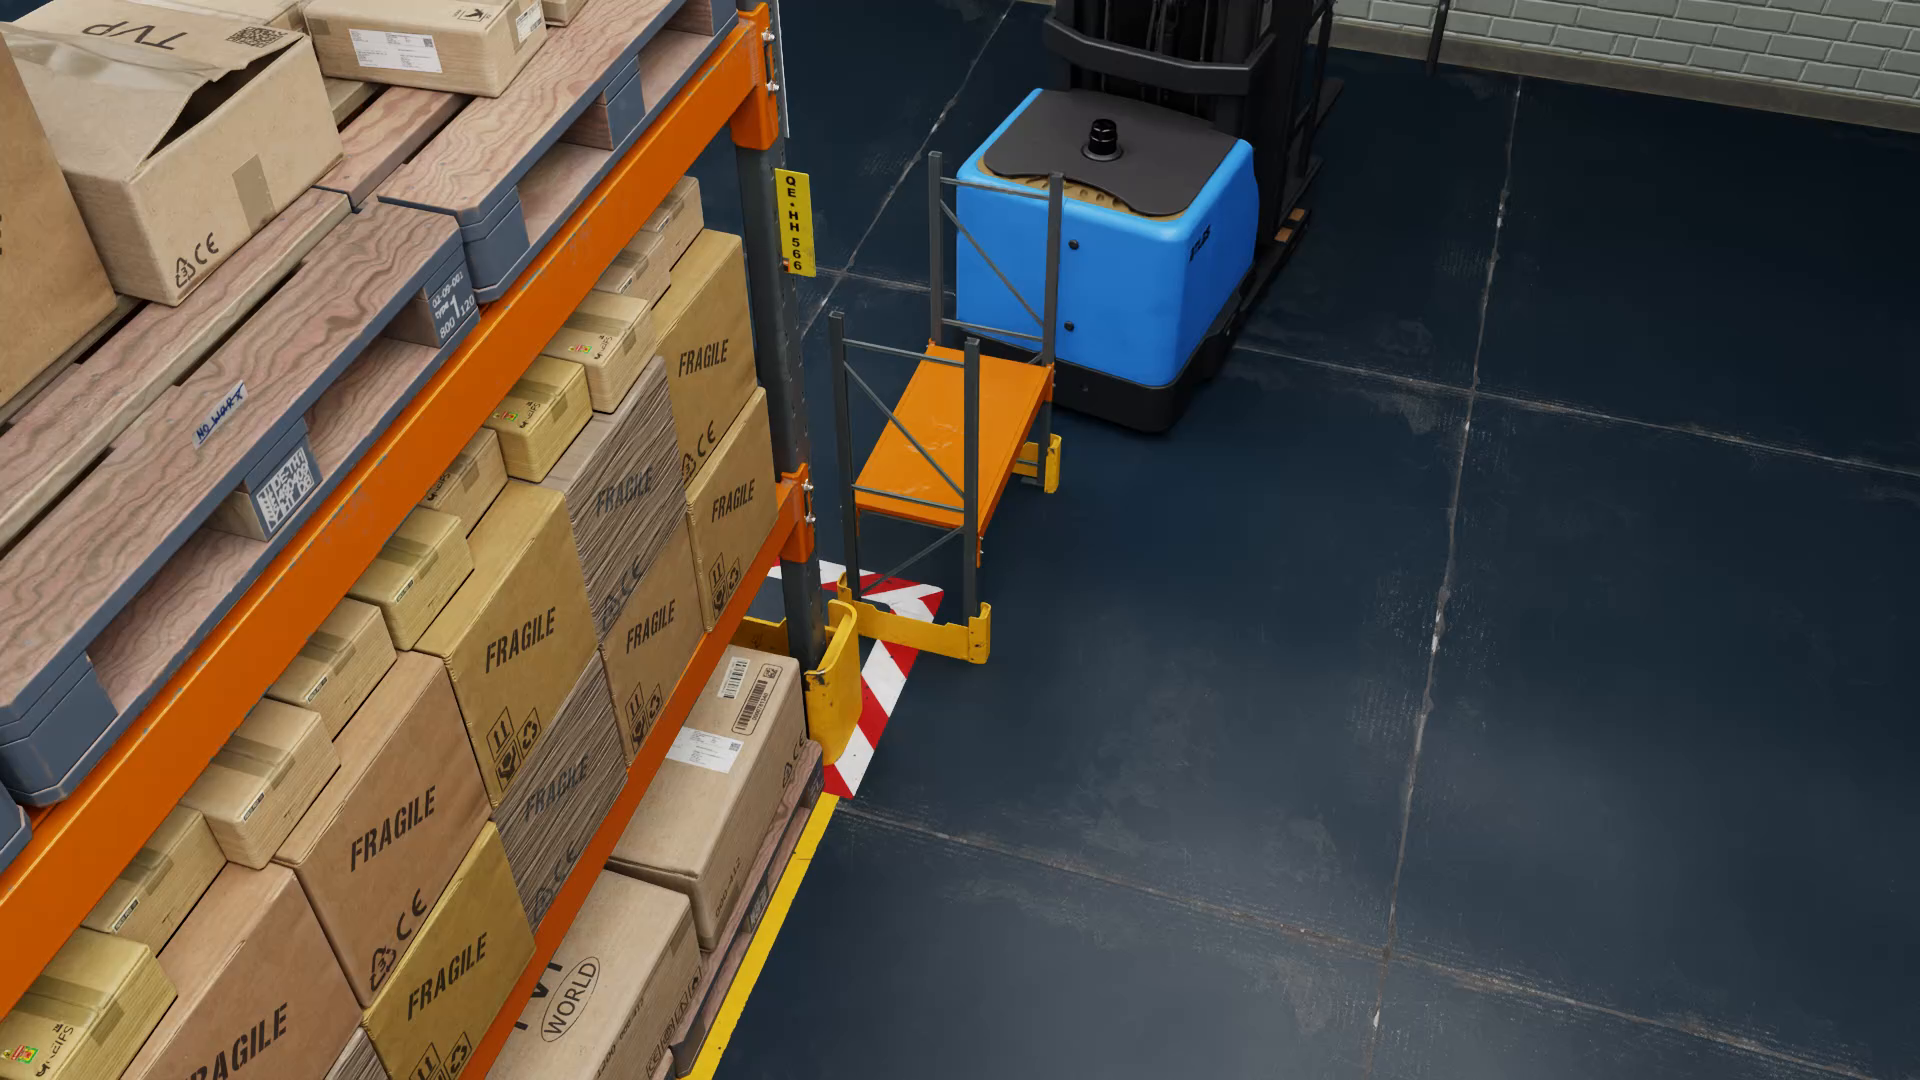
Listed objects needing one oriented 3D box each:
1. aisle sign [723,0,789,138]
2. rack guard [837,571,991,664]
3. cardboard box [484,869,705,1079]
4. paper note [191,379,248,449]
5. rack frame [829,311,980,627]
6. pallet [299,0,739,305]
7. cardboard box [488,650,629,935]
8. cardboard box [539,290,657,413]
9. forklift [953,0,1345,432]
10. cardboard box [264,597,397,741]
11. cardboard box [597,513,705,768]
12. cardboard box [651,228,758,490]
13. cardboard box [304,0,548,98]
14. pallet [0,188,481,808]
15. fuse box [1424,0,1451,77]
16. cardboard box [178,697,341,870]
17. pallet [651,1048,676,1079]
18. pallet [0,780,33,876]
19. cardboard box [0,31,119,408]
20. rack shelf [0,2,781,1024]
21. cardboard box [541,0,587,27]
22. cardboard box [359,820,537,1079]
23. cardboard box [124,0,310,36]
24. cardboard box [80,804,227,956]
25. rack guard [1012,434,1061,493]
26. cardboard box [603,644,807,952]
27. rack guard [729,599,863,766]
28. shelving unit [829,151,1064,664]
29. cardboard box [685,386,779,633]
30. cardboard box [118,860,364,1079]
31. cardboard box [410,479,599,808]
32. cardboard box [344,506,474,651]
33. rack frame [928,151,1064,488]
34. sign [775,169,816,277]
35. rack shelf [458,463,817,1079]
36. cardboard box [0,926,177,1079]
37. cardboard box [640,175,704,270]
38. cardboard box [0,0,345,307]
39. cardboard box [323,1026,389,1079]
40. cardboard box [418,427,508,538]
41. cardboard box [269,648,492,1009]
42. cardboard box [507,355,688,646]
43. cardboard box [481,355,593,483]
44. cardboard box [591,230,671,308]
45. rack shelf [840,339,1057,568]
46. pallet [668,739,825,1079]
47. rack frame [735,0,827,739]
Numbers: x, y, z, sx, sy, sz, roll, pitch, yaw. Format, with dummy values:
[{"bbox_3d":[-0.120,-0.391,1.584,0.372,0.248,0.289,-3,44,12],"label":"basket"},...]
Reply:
[{"bbox_3d":[-0.641,-1.388,4.165,0.394,0.787,0.004,13,46,13],"label":"aisle sign"},{"bbox_3d":[-0.174,0.293,6.271,0.587,0.250,0.087,13,46,13],"label":"rack guard"},{"bbox_3d":[-1.332,1.362,4.745,0.875,0.438,0.875,14,46,14],"label":"cardboard box"},{"bbox_3d":[-1.039,-0.176,2.338,0.006,0.032,0.123,13,46,13],"label":"paper note"},{"bbox_3d":[-0.180,-0.140,5.821,0.500,1.500,0.032,13,46,13],"label":"rack frame"},{"bbox_3d":[-1.173,-1.020,3.566,1.003,0.211,1.213,13,46,13],"label":"pallet"},{"bbox_3d":[-1.164,0.542,3.980,0.500,0.500,0.500,14,46,14],"label":"cardboard box"},{"bbox_3d":[-0.928,-0.455,3.821,0.380,0.149,0.250,12,46,12],"label":"cardboard box"},{"bbox_3d":[1.089,-2.541,7.251,1.130,2.935,3.031,20,48,19],"label":"forklift"},{"bbox_3d":[-1.307,0.214,3.137,0.380,0.149,0.250,14,46,14],"label":"cardboard box"},{"bbox_3d":[-1.018,0.197,4.333,0.500,0.500,0.500,12,46,12],"label":"cardboard box"},{"bbox_3d":[-0.877,-0.498,4.327,0.500,0.500,0.500,14,46,14],"label":"cardboard box"},{"bbox_3d":[-1.059,-1.029,3.320,0.380,0.149,0.250,9,45,9],"label":"cardboard box"},{"bbox_3d":[-1.540,-0.204,2.733,1.003,0.211,1.213,13,46,13],"label":"pallet"},{"bbox_3d":[2.685,-3.237,8.835,0.539,1.711,0.414,13,46,13],"label":"fuse box"},{"bbox_3d":[-1.347,0.398,2.948,0.380,0.149,0.250,13,46,13],"label":"cardboard box"},{"bbox_3d":[-1.497,1.880,4.677,1.003,0.211,1.213,13,46,12],"label":"pallet"},{"bbox_3d":[-1.911,0.606,1.904,1.003,0.211,1.213,13,46,13],"label":"pallet"},{"bbox_3d":[-1.711,-0.458,2.485,0.500,0.500,0.500,13,46,13],"label":"cardboard box"},{"bbox_3d":[-1.563,0.042,2.932,1.077,0.370,4.000,13,46,13],"label":"rack shelf"},{"bbox_3d":[-1.008,-1.362,3.588,0.500,0.250,0.500,9,45,9],"label":"cardboard box"},{"bbox_3d":[-1.308,0.889,3.626,0.500,0.500,0.500,14,46,14],"label":"cardboard box"},{"bbox_3d":[-1.507,-0.968,3.258,0.380,0.149,0.250,14,46,14],"label":"cardboard box"},{"bbox_3d":[-1.487,0.548,2.796,0.380,0.149,0.250,12,46,12],"label":"cardboard box"},{"bbox_3d":[0.128,-0.370,6.950,0.587,0.250,0.087,13,46,13],"label":"rack guard"},{"bbox_3d":[-1.062,0.750,5.370,0.875,0.438,0.875,11,45,11],"label":"cardboard box"},{"bbox_3d":[-0.951,0.401,5.983,1.175,0.500,0.348,13,46,13],"label":"rack guard"},{"bbox_3d":[-0.023,-0.485,6.174,0.587,1.500,1.083,13,46,13],"label":"shelving unit"},{"bbox_3d":[-0.852,-0.134,4.671,0.500,0.500,0.500,13,46,13],"label":"cardboard box"},{"bbox_3d":[-1.469,0.856,2.944,0.500,0.500,0.500,13,46,13],"label":"cardboard box"},{"bbox_3d":[-1.160,0.186,3.629,0.500,0.500,0.500,12,46,12],"label":"cardboard box"},{"bbox_3d":[-1.210,0.043,3.312,0.380,0.149,0.250,14,46,13],"label":"cardboard box"},{"bbox_3d":[0.128,-0.818,6.514,0.500,1.500,0.032,13,46,13],"label":"rack frame"},{"bbox_3d":[-0.445,-0.851,4.477,0.100,0.325,0.005,13,46,13],"label":"sign"},{"bbox_3d":[-1.563,1.114,3.981,1.077,0.370,4.000,13,46,13],"label":"rack shelf"},{"bbox_3d":[-1.485,0.732,2.607,0.380,0.149,0.250,11,46,11],"label":"cardboard box"},{"bbox_3d":[-0.876,-0.820,4.193,0.380,0.149,0.250,13,46,13],"label":"cardboard box"},{"bbox_3d":[-1.459,-0.715,2.883,0.500,0.311,0.500,13,46,13],"label":"cardboard box"},{"bbox_3d":[-1.464,1.232,3.275,0.500,0.500,0.500,13,46,13],"label":"cardboard box"},{"bbox_3d":[-1.190,-0.137,3.495,0.380,0.149,0.250,12,46,12],"label":"cardboard box"},{"bbox_3d":[-1.314,0.521,3.287,0.500,0.500,0.500,12,46,12],"label":"cardboard box"},{"bbox_3d":[-1.007,-0.143,3.965,0.500,0.500,0.500,13,46,13],"label":"cardboard box"},{"bbox_3d":[-1.043,-0.296,3.658,0.380,0.149,0.250,14,46,13],"label":"cardboard box"},{"bbox_3d":[-0.930,-0.645,4.015,0.380,0.149,0.250,13,46,13],"label":"cardboard box"},{"bbox_3d":[-0.026,-0.351,6.293,0.538,0.185,1.000,13,46,13],"label":"rack shelf"},{"bbox_3d":[-1.125,1.070,5.506,1.003,0.211,1.213,13,46,13],"label":"pallet"},{"bbox_3d":[-0.958,-0.476,5.092,1.000,3.000,0.127,13,46,13],"label":"rack frame"}]
